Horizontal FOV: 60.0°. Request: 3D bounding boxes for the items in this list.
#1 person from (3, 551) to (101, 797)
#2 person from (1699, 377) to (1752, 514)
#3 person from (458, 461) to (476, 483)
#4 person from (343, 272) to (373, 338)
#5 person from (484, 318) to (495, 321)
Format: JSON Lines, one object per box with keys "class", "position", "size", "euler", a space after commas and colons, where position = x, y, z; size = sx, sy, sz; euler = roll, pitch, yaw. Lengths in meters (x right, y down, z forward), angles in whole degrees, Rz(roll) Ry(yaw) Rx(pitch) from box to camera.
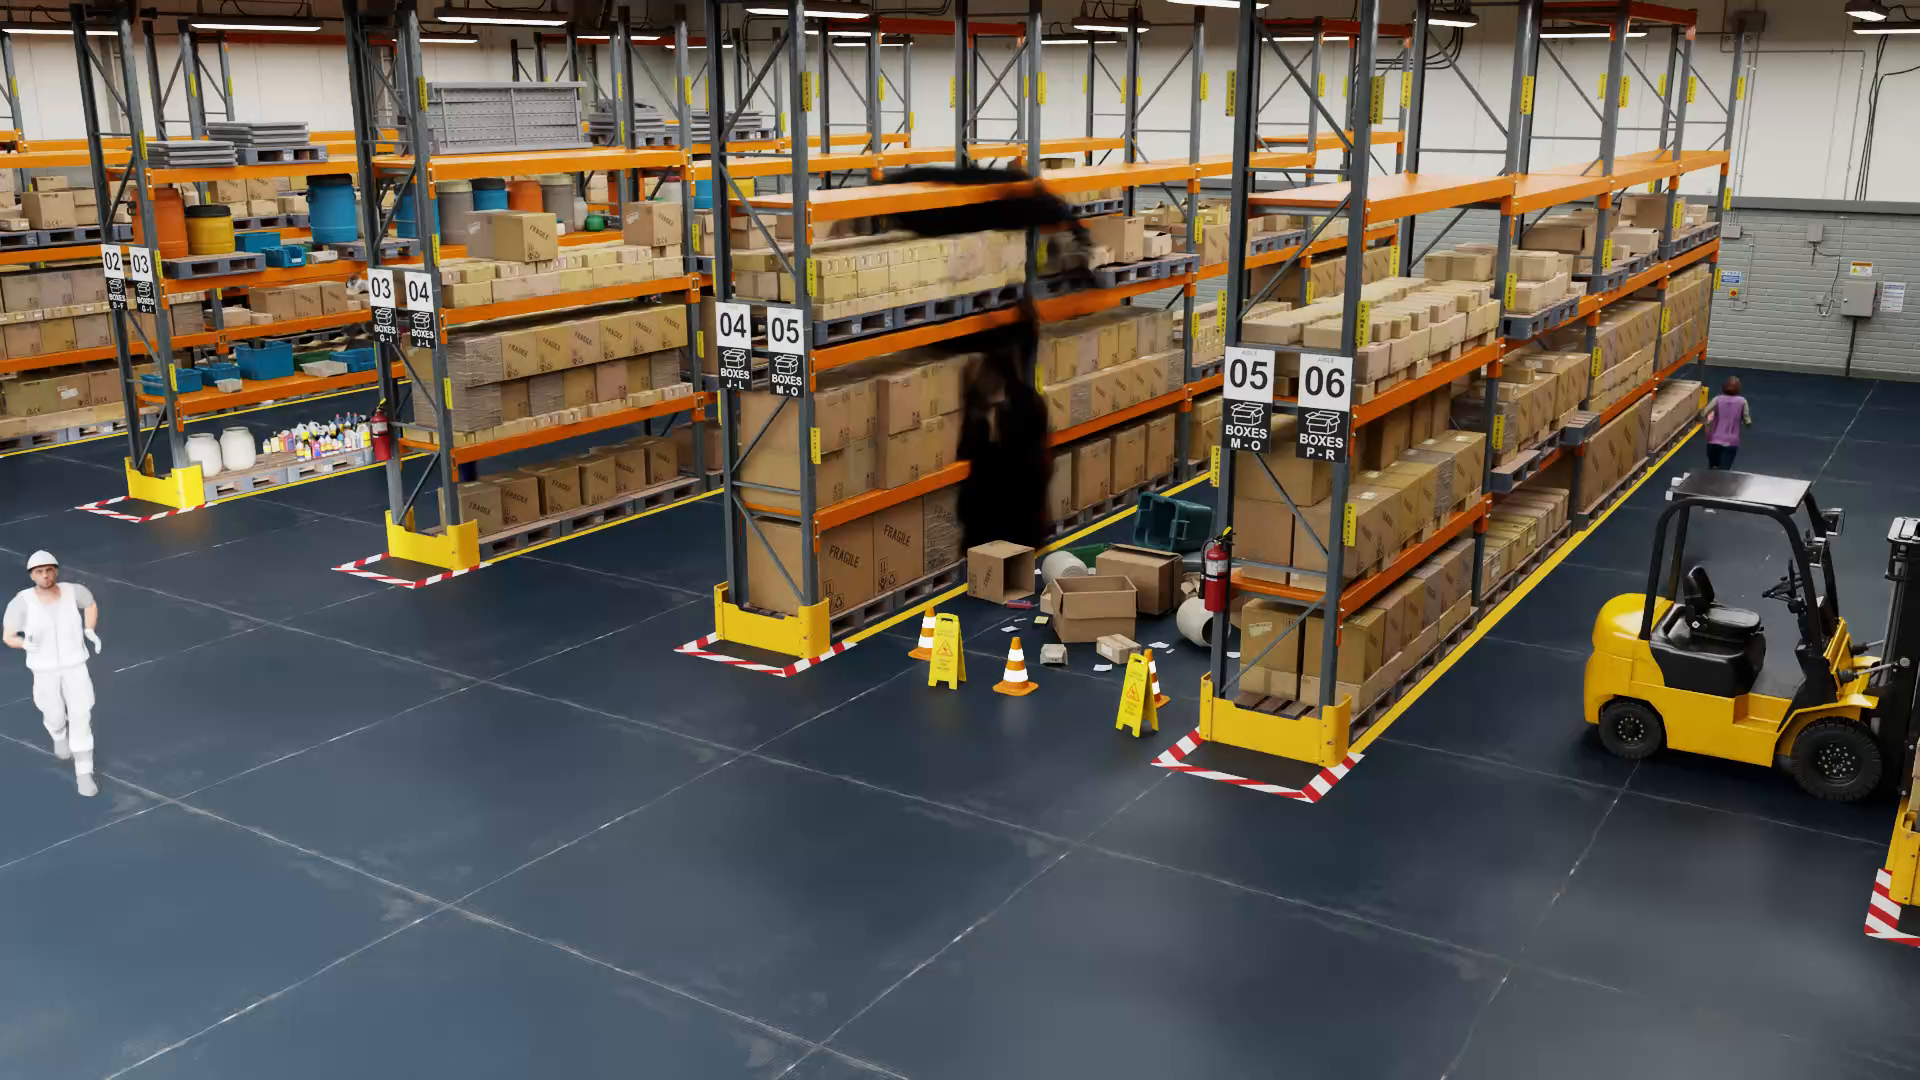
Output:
{"class": "person", "position": [-6.724, 0.944, 12.407], "size": [0.654, 1.784, 0.987], "euler": [-10, 18, -32]}
{"class": "person", "position": [8.779, -1.058, 19.137], "size": [0.521, 1.647, 0.705], "euler": [10, 19, 33]}
{"class": "person", "position": [-6.294, -1.352, 21.146], "size": [0.616, 1.606, 0.550], "euler": [5, 16, 17]}
{"class": "person", "position": [-11.422, -4.367, 31.631], "size": [0.681, 1.779, 0.821], "euler": [8, 18, 28]}
{"class": "person", "position": [-7.985, -3.441, 28.631], "size": [0.629, 1.608, 0.515], "euler": [7, 17, 24]}
